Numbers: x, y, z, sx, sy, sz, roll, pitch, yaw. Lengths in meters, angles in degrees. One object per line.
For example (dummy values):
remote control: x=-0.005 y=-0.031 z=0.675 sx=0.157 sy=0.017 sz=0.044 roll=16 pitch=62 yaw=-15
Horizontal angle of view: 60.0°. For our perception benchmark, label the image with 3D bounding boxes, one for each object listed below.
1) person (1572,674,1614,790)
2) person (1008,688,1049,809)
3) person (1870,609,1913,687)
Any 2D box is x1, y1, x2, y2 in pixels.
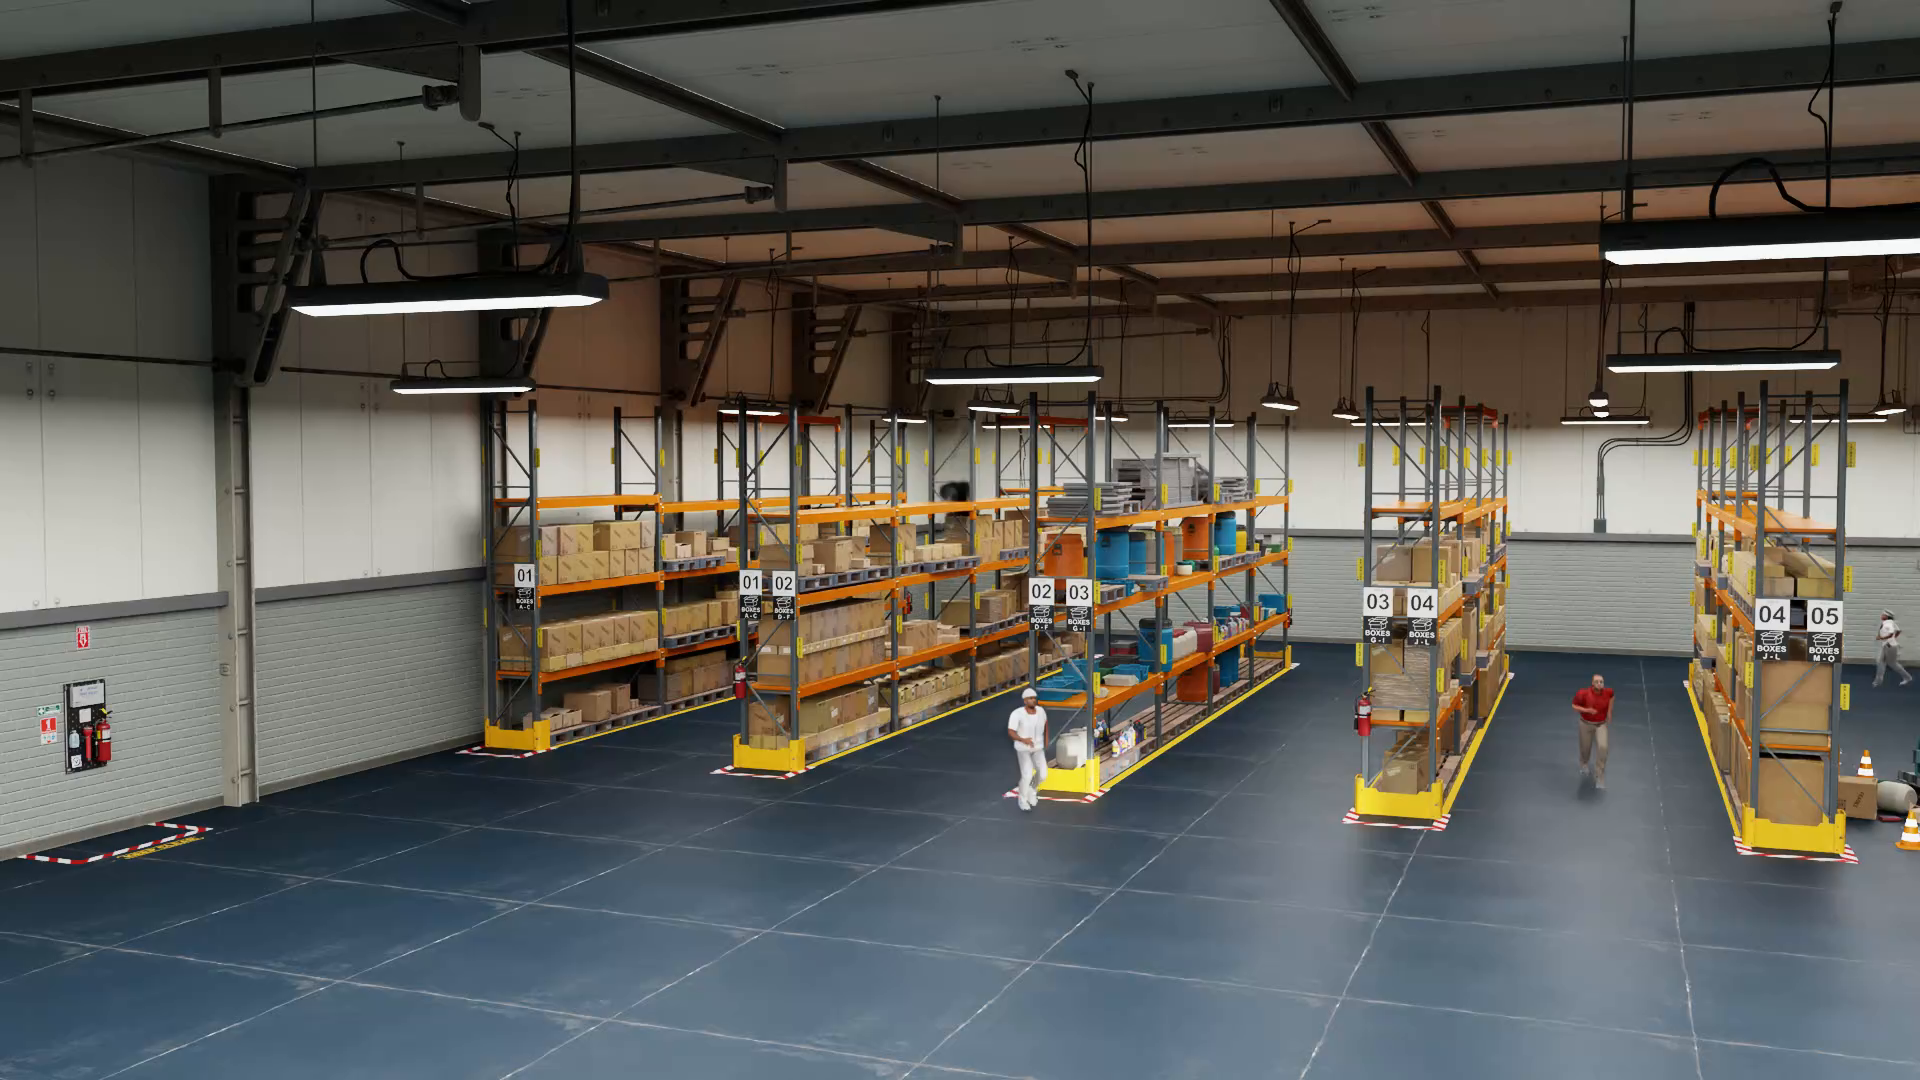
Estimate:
person: x=9.725 y=2.907 z=25.586 sx=0.658 sy=1.752 sz=1.015 roll=1 pitch=3 yaw=11
person: x=1.031 y=2.965 z=23.580 sx=0.726 sy=1.726 sz=0.599 roll=-1 pitch=3 yaw=-26
person: x=20.287 y=2.369 z=36.208 sx=0.807 sy=1.738 sz=0.592 roll=2 pitch=3 yaw=29
